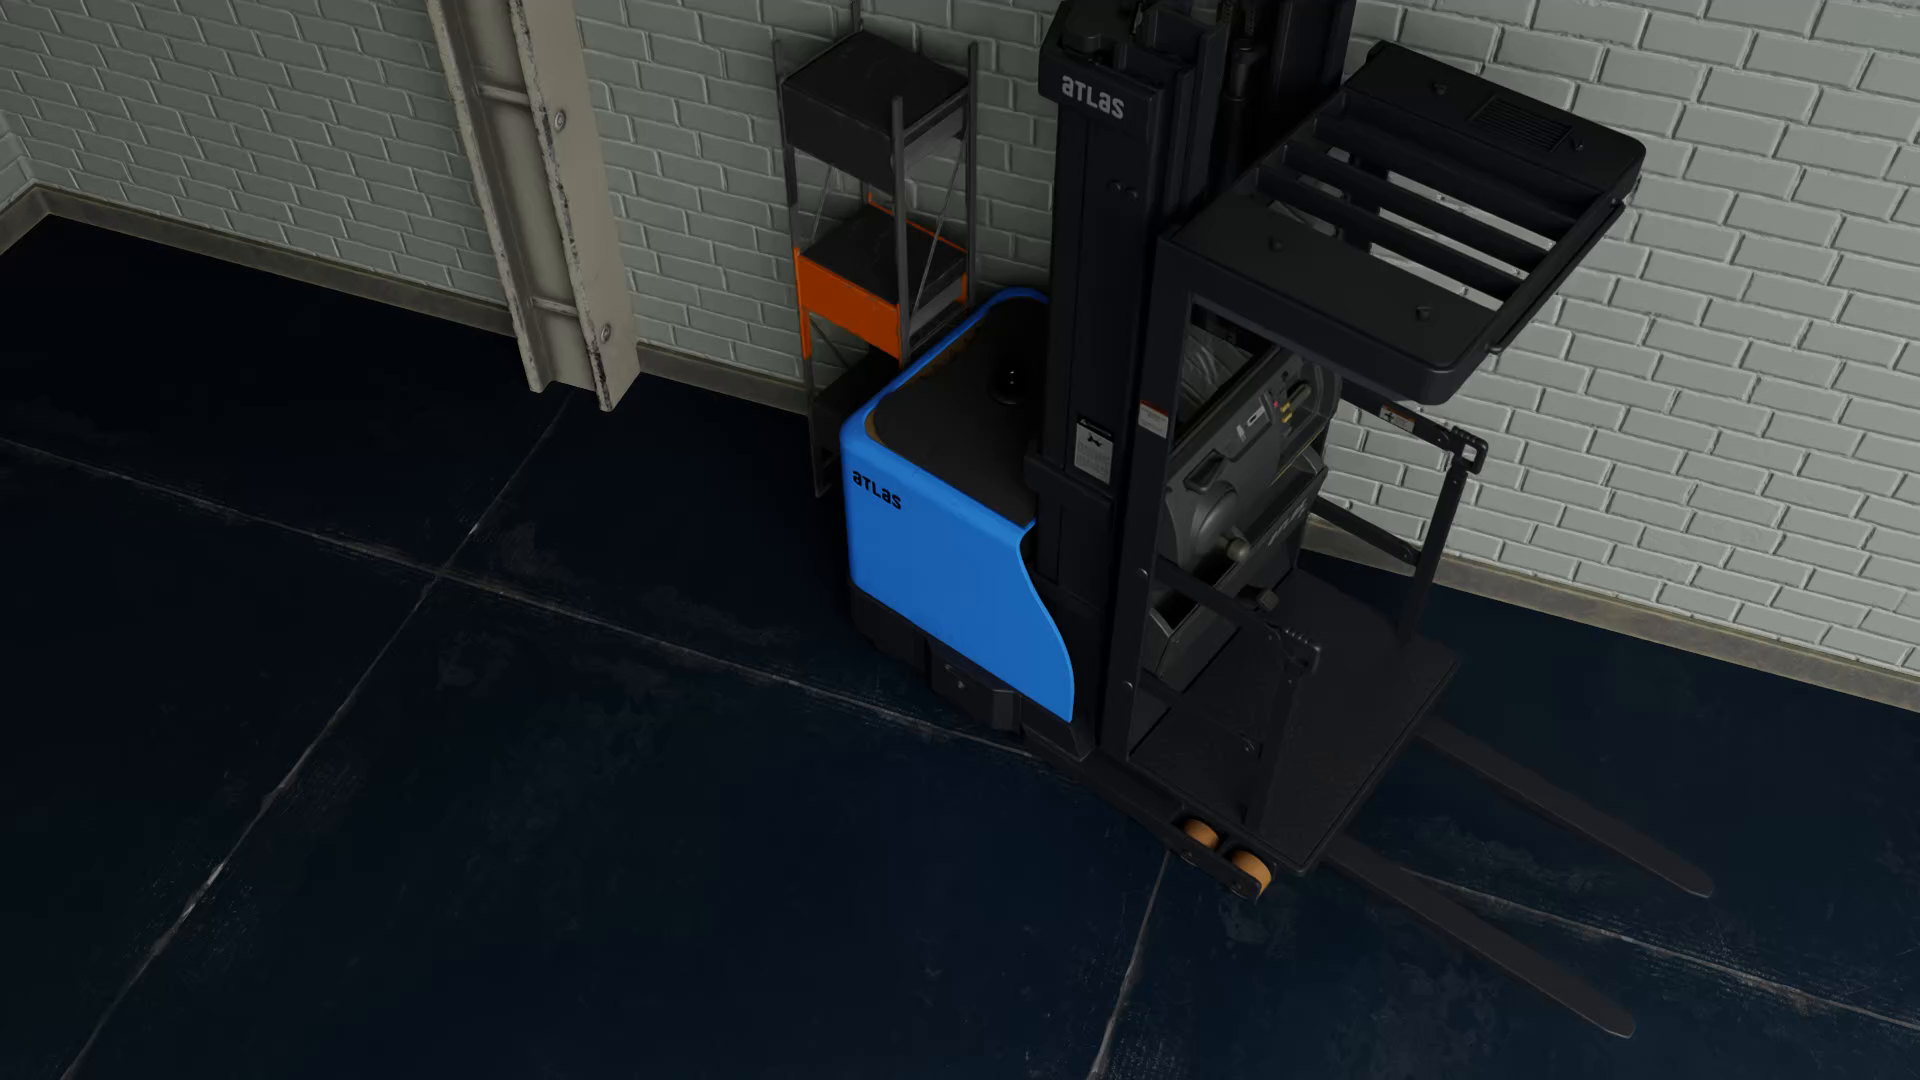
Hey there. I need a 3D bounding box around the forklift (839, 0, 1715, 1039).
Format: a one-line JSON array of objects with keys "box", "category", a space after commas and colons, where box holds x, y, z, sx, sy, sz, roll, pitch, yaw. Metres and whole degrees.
[{"box": [1.046, -0.220, 4.867, 3.031, 2.935, 1.130, 31, 56, 24], "category": "forklift"}]

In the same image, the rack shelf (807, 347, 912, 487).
[{"box": [-0.266, -0.394, 6.513, 0.480, 0.518, 0.431, 31, 56, 24], "category": "rack shelf"}]

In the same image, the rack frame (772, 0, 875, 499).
[{"box": [-0.456, -0.977, 6.074, 0.015, 2.100, 0.400, 31, 56, 24], "category": "rack frame"}]

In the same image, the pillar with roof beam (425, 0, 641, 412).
[{"box": [-3.113, -0.601, 1.183, 0.400, 9.000, 9.100, 16, 51, 13], "category": "pillar with roof beam"}]

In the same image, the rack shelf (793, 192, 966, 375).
[{"box": [-0.266, -0.853, 5.984, 0.480, 0.518, 0.431, 31, 56, 24], "category": "rack shelf"}]

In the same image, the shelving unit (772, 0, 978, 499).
[{"box": [-0.266, -0.862, 5.974, 0.503, 2.100, 0.431, 31, 56, 24], "category": "shelving unit"}]

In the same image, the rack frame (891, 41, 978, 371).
[{"box": [-0.075, -0.746, 5.874, 0.015, 2.100, 0.400, 31, 56, 24], "category": "rack frame"}]

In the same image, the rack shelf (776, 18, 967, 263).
[{"box": [-0.266, -1.311, 5.455, 0.480, 0.518, 0.431, 31, 56, 24], "category": "rack shelf"}]
